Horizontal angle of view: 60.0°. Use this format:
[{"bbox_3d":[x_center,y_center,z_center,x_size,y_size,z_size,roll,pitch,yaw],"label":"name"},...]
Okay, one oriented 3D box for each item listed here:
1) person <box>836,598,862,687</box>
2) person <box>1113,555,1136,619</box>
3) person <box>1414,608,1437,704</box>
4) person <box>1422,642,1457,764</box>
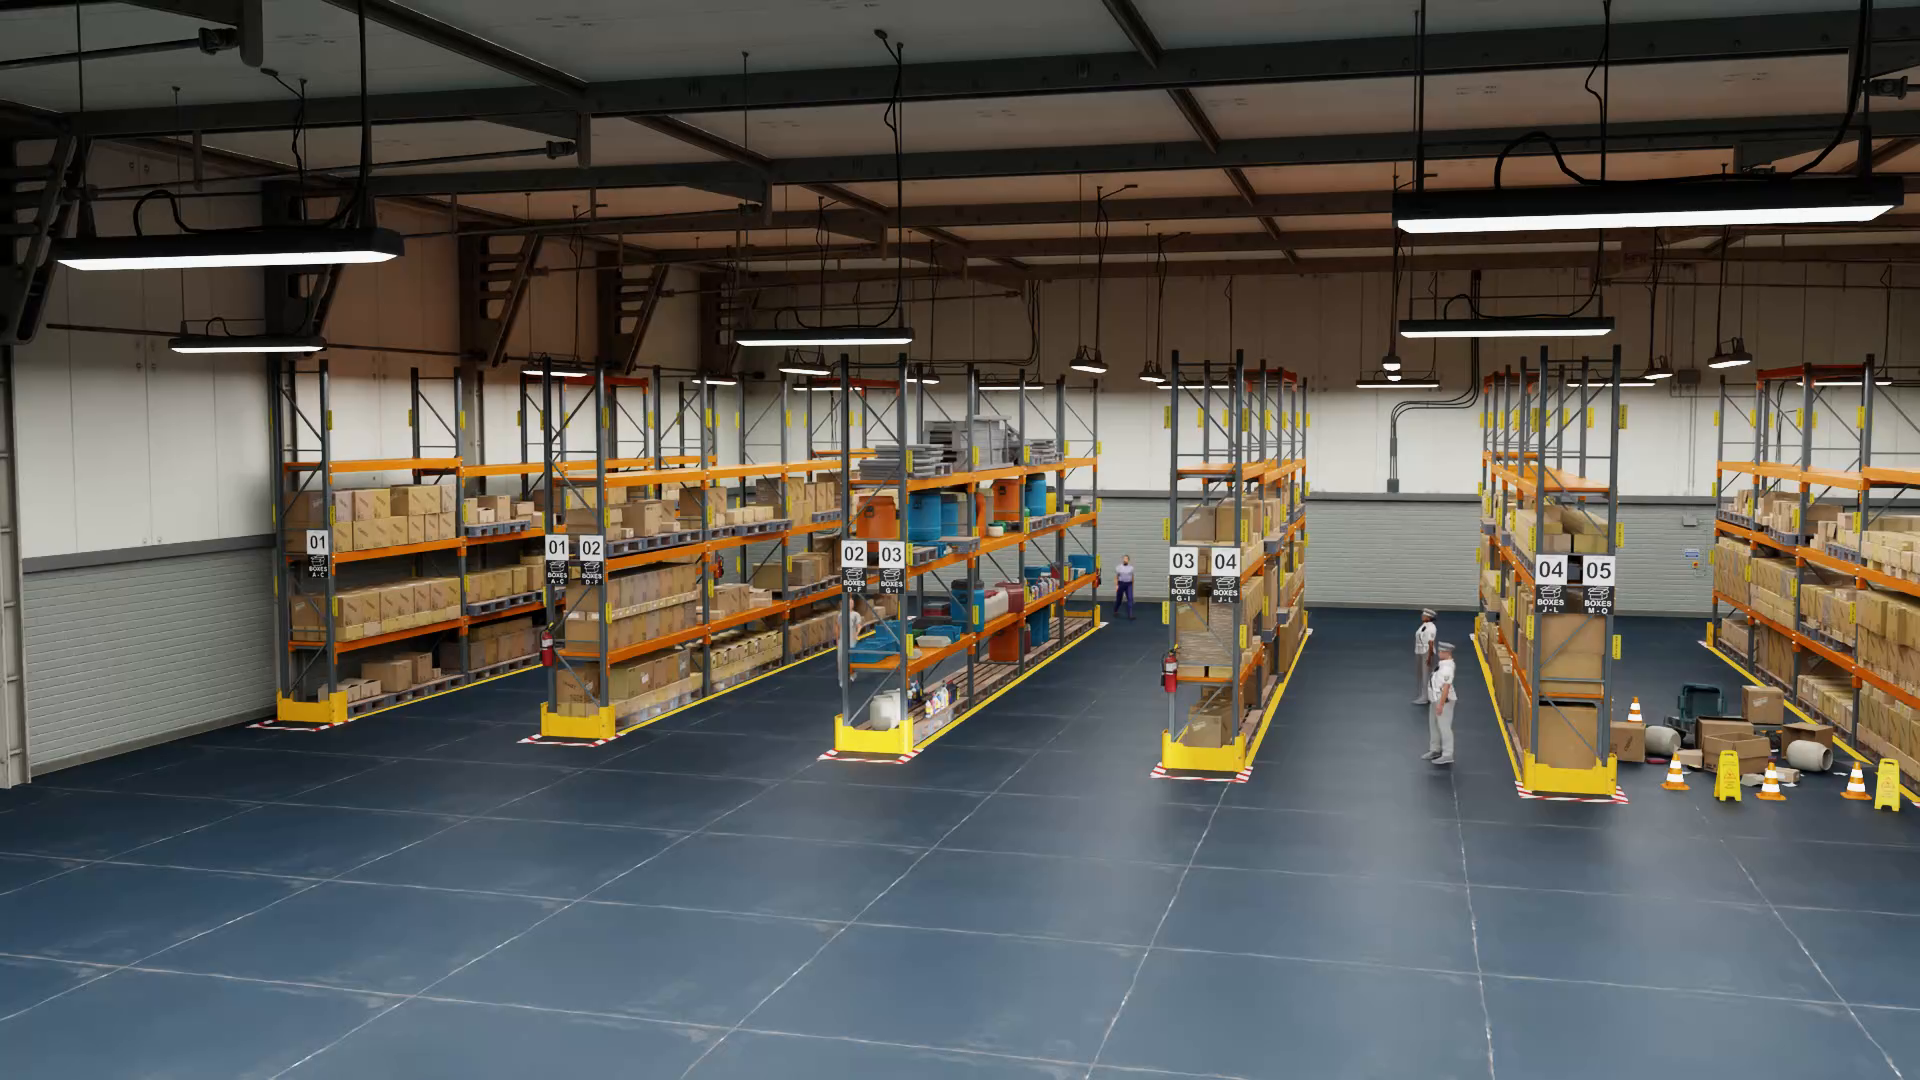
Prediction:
[{"bbox_3d":[-2.136,1.949,31.535,0.507,1.697,0.701,0,4,6],"label":"person"},{"bbox_3d":[4.157,1.170,41.987,0.522,1.599,0.976,-1,4,-11],"label":"person"},{"bbox_3d":[8.199,2.051,29.489,0.534,1.685,0.458,-2,5,-26],"label":"person"},{"bbox_3d":[7.061,2.370,24.424,0.461,1.752,0.591,0,4,-2],"label":"person"}]
